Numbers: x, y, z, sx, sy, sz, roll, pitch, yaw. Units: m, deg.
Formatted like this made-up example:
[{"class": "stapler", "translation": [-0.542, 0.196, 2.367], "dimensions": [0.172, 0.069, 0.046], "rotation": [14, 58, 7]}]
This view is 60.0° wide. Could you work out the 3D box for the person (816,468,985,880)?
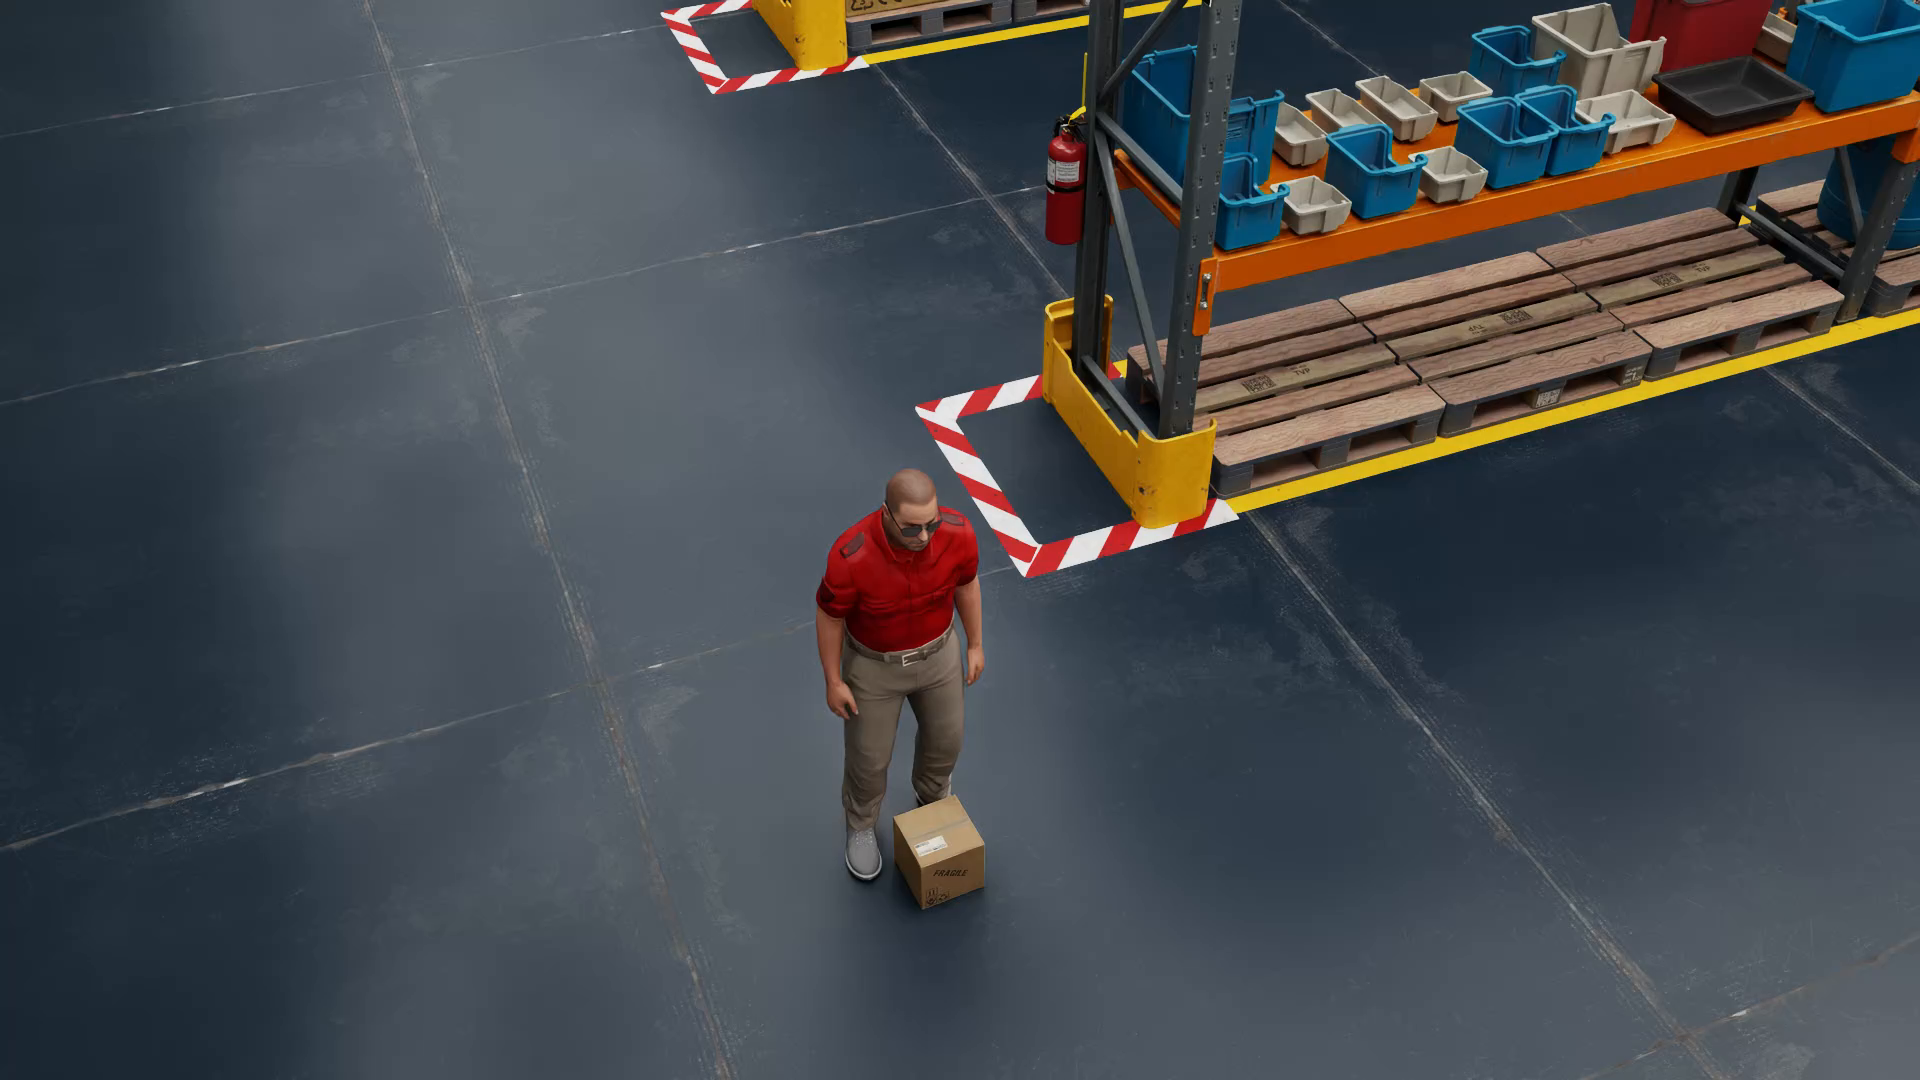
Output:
[{"class": "person", "translation": [-0.189, 0.424, 5.690], "dimensions": [0.586, 1.727, 0.395], "rotation": [-15, 44, -16]}]
